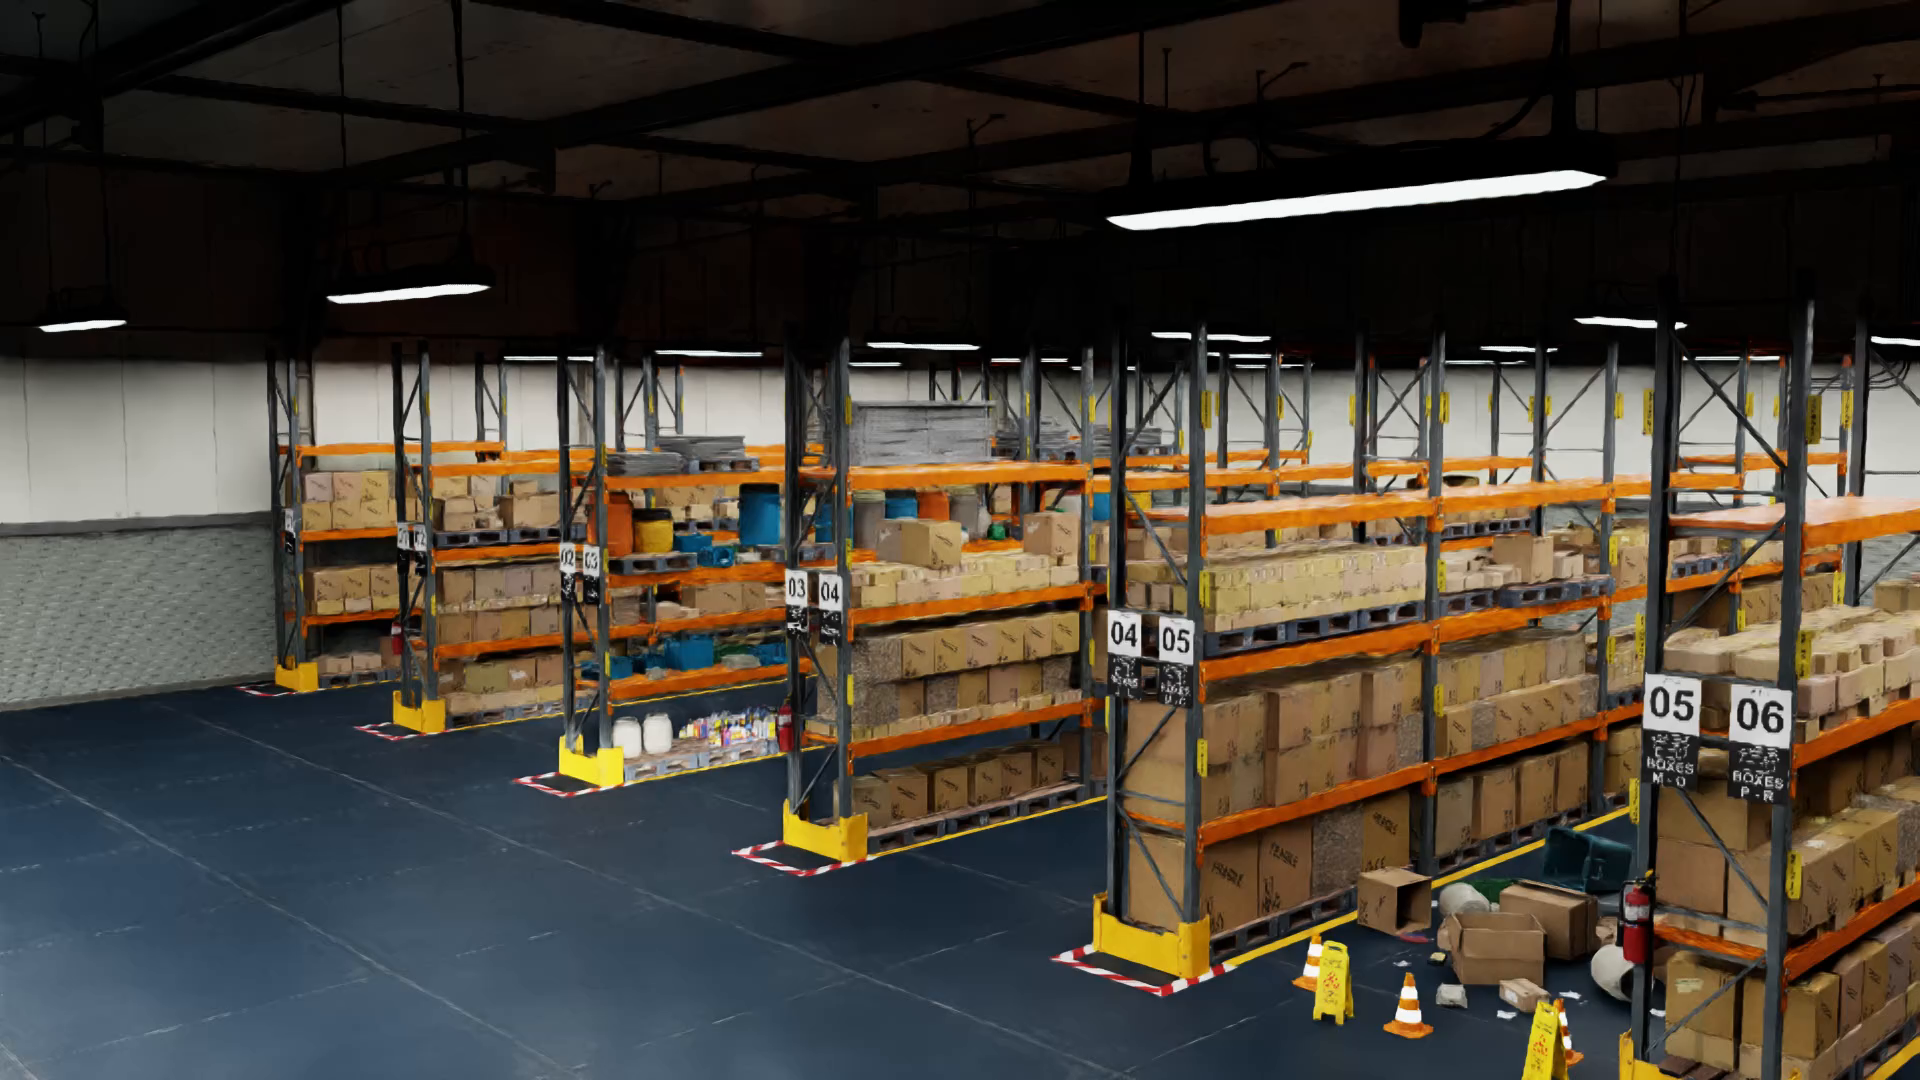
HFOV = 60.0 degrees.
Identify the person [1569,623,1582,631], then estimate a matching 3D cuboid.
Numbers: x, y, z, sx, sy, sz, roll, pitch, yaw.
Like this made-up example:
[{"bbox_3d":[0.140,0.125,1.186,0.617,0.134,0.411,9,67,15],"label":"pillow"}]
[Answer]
[{"bbox_3d":[9.371,2.107,25.339,1.194,1.698,0.598,-4,7,-42],"label":"person"}]
